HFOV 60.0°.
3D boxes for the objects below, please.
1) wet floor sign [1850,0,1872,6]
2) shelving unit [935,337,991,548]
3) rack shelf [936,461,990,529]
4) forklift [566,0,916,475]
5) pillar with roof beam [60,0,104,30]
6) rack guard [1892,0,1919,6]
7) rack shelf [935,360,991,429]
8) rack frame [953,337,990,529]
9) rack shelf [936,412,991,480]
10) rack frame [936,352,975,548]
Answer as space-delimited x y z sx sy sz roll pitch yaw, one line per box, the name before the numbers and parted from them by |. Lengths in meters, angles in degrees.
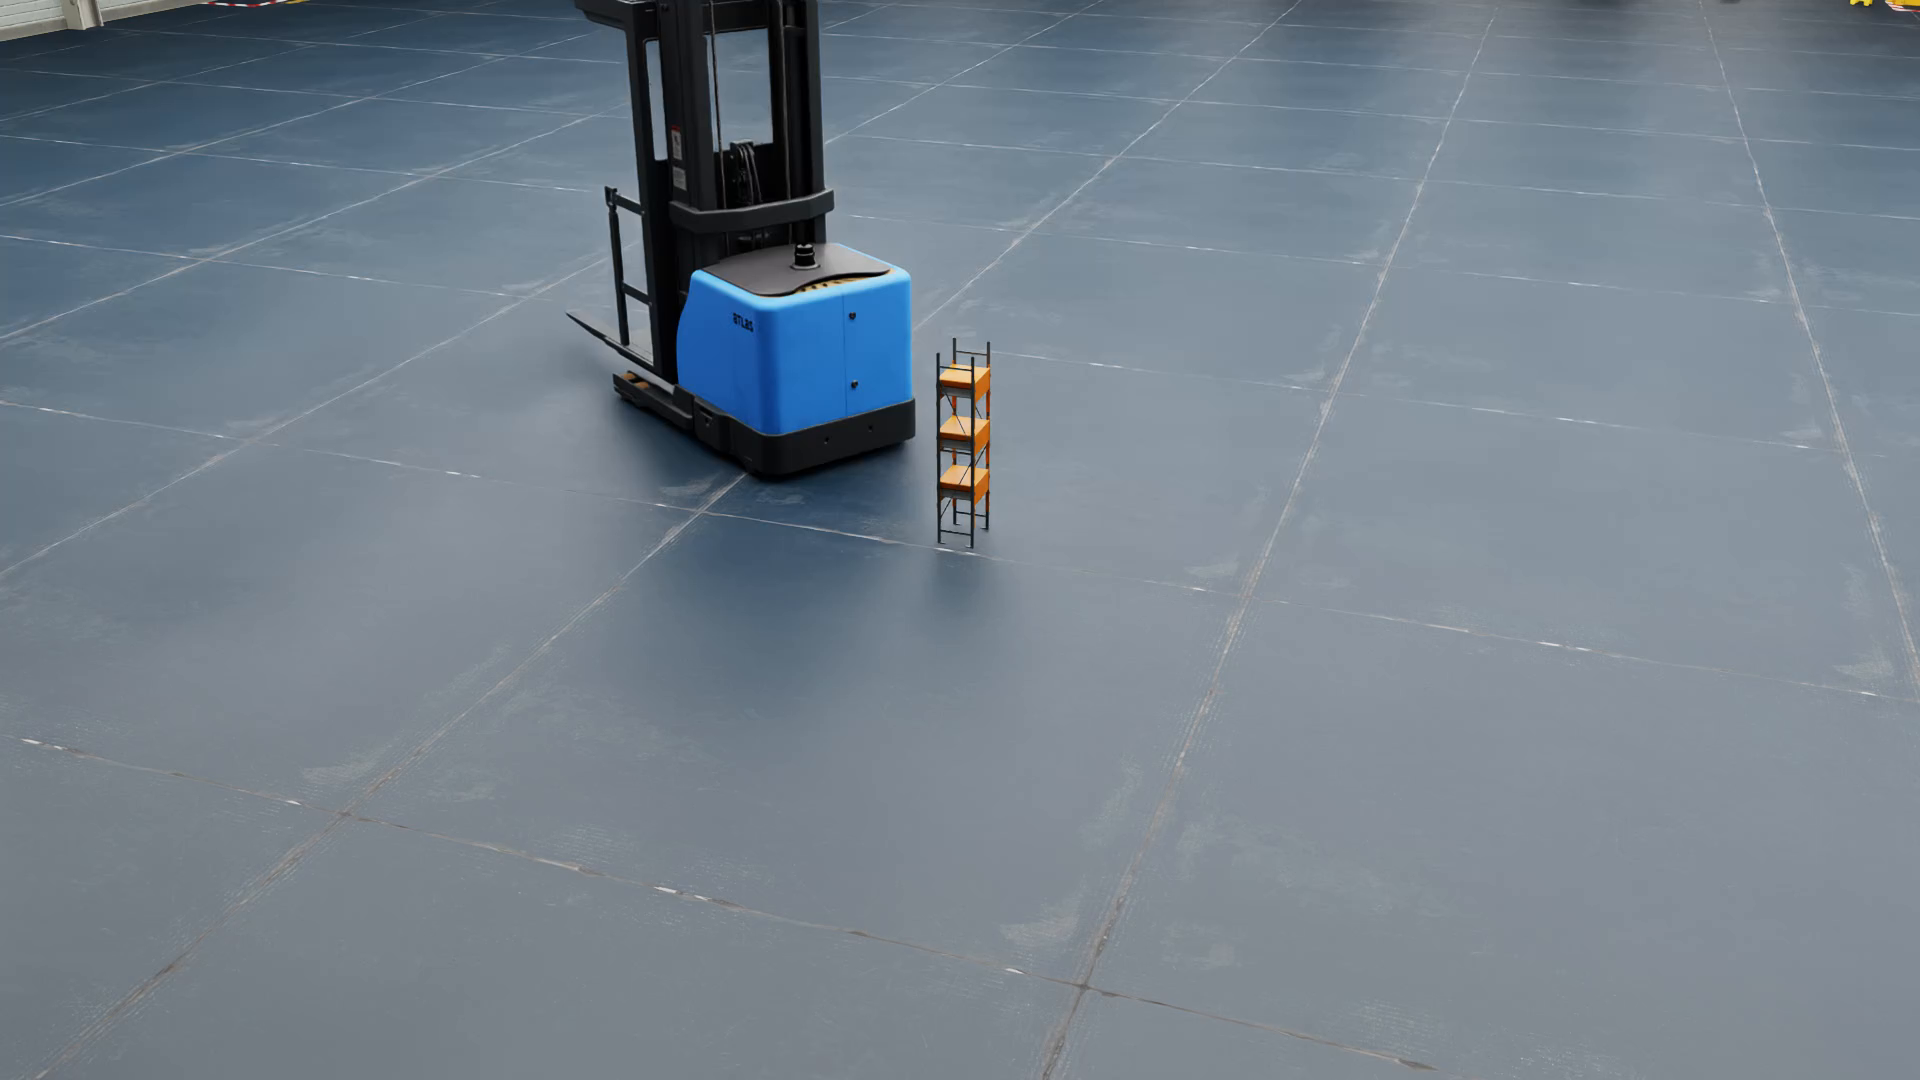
wet floor sign | 14.184 -8.727 26.035 0.267 0.644 0.232 20 32 35
shelving unit | 0.018 -0.495 8.567 0.215 1.050 0.252 9 27 17
rack shelf | 0.018 -0.235 8.692 0.215 0.259 0.240 9 27 17
forklift | -1.552 -2.263 10.060 1.130 2.935 3.031 -18 31 -33
pillar with roof beam | -8.619 -10.860 20.853 9.100 9.000 0.400 9 27 17
rack guard | 15.281 -8.616 25.972 1.175 0.500 0.348 9 27 17
rack shelf | 0.018 -0.740 8.448 0.215 0.259 0.240 9 27 17
rack frame | 0.058 -0.545 8.670 0.200 1.050 0.008 9 27 17
rack shelf | 0.018 -0.485 8.571 0.215 0.259 0.240 9 27 17
rack frame | -0.023 -0.444 8.463 0.200 1.050 0.008 9 27 17
